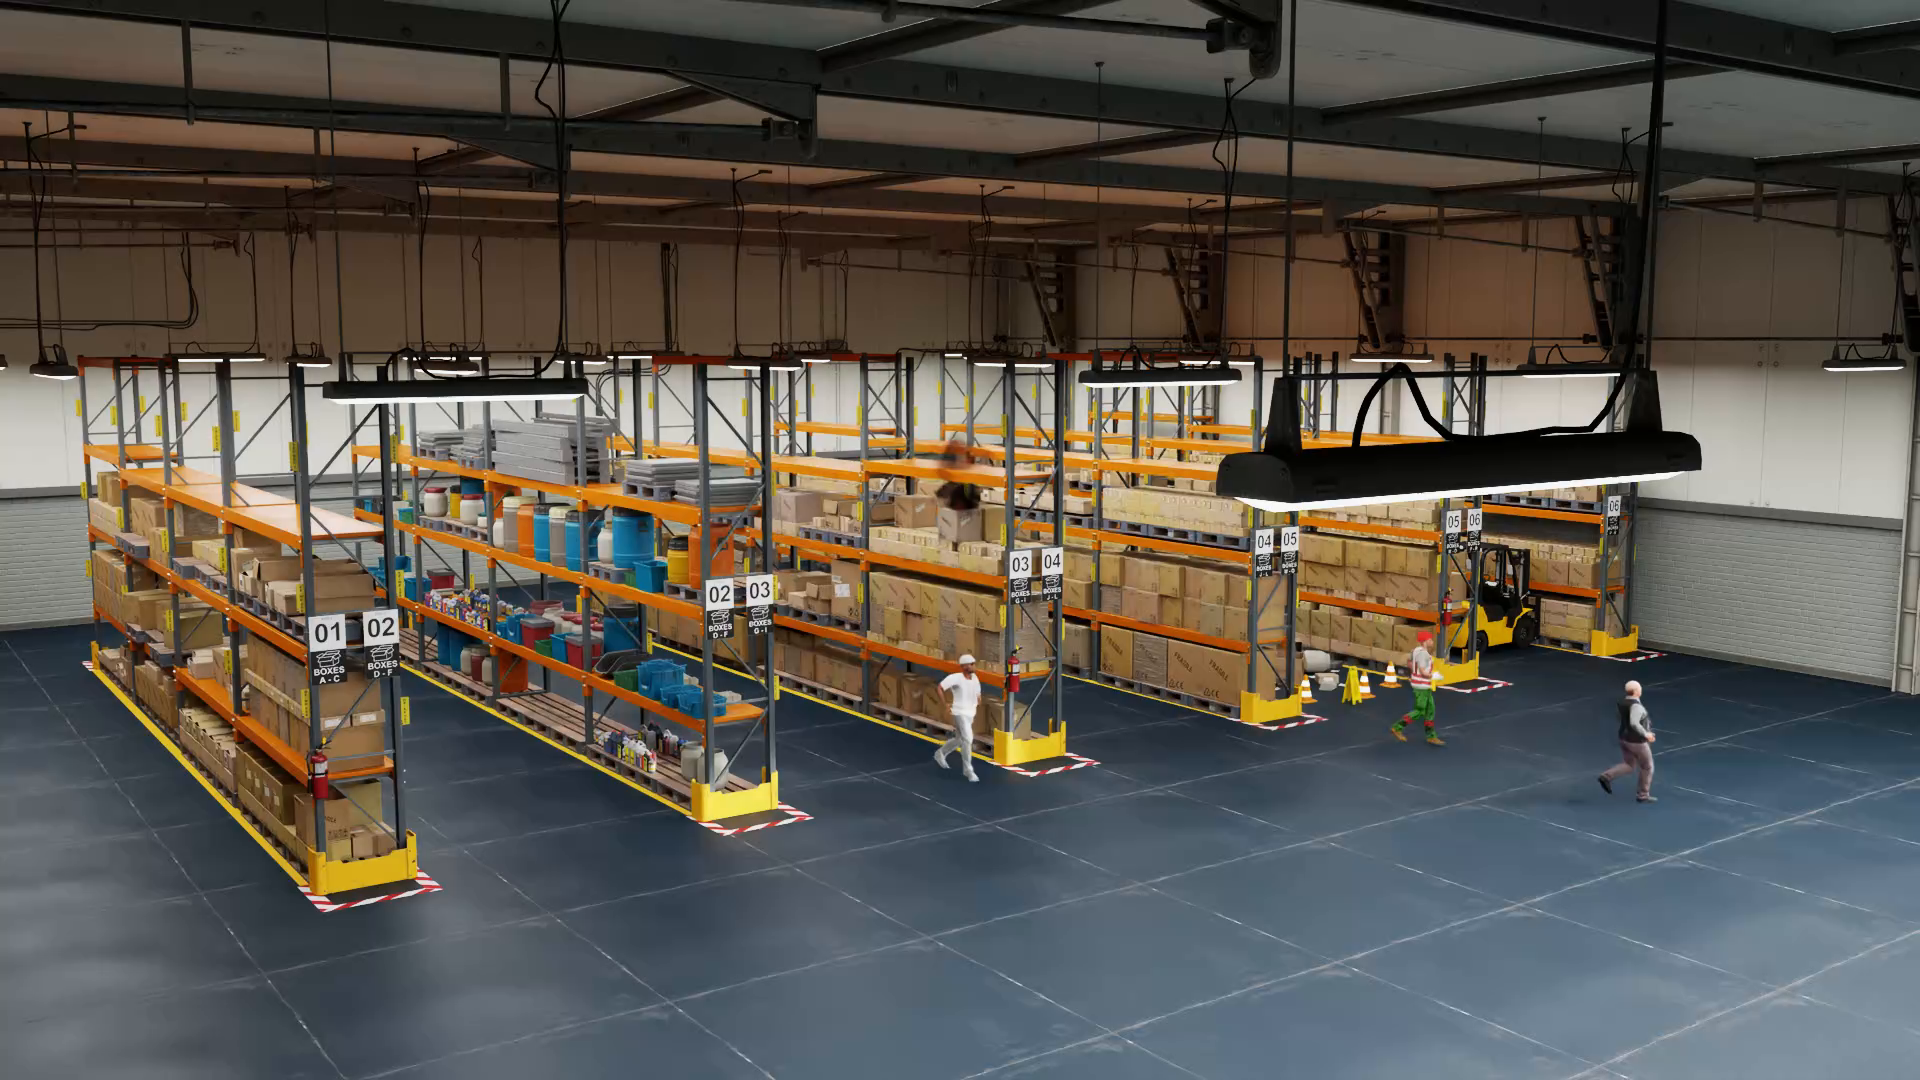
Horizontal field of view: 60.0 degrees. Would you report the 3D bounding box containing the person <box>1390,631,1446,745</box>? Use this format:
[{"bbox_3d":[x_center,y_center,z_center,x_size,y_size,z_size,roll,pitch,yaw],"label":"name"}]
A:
[{"bbox_3d":[7.163,2.304,25.923,0.872,1.802,0.671,1,7,10],"label":"person"}]

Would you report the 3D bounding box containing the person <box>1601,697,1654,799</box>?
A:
[{"bbox_3d":[9.130,2.837,22.693,0.668,1.405,0.444,-1,7,-7],"label":"person"}]

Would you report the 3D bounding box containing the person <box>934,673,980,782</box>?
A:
[{"bbox_3d":[0.031,2.681,24.177,0.917,1.530,0.518,5,9,37],"label":"person"}]
